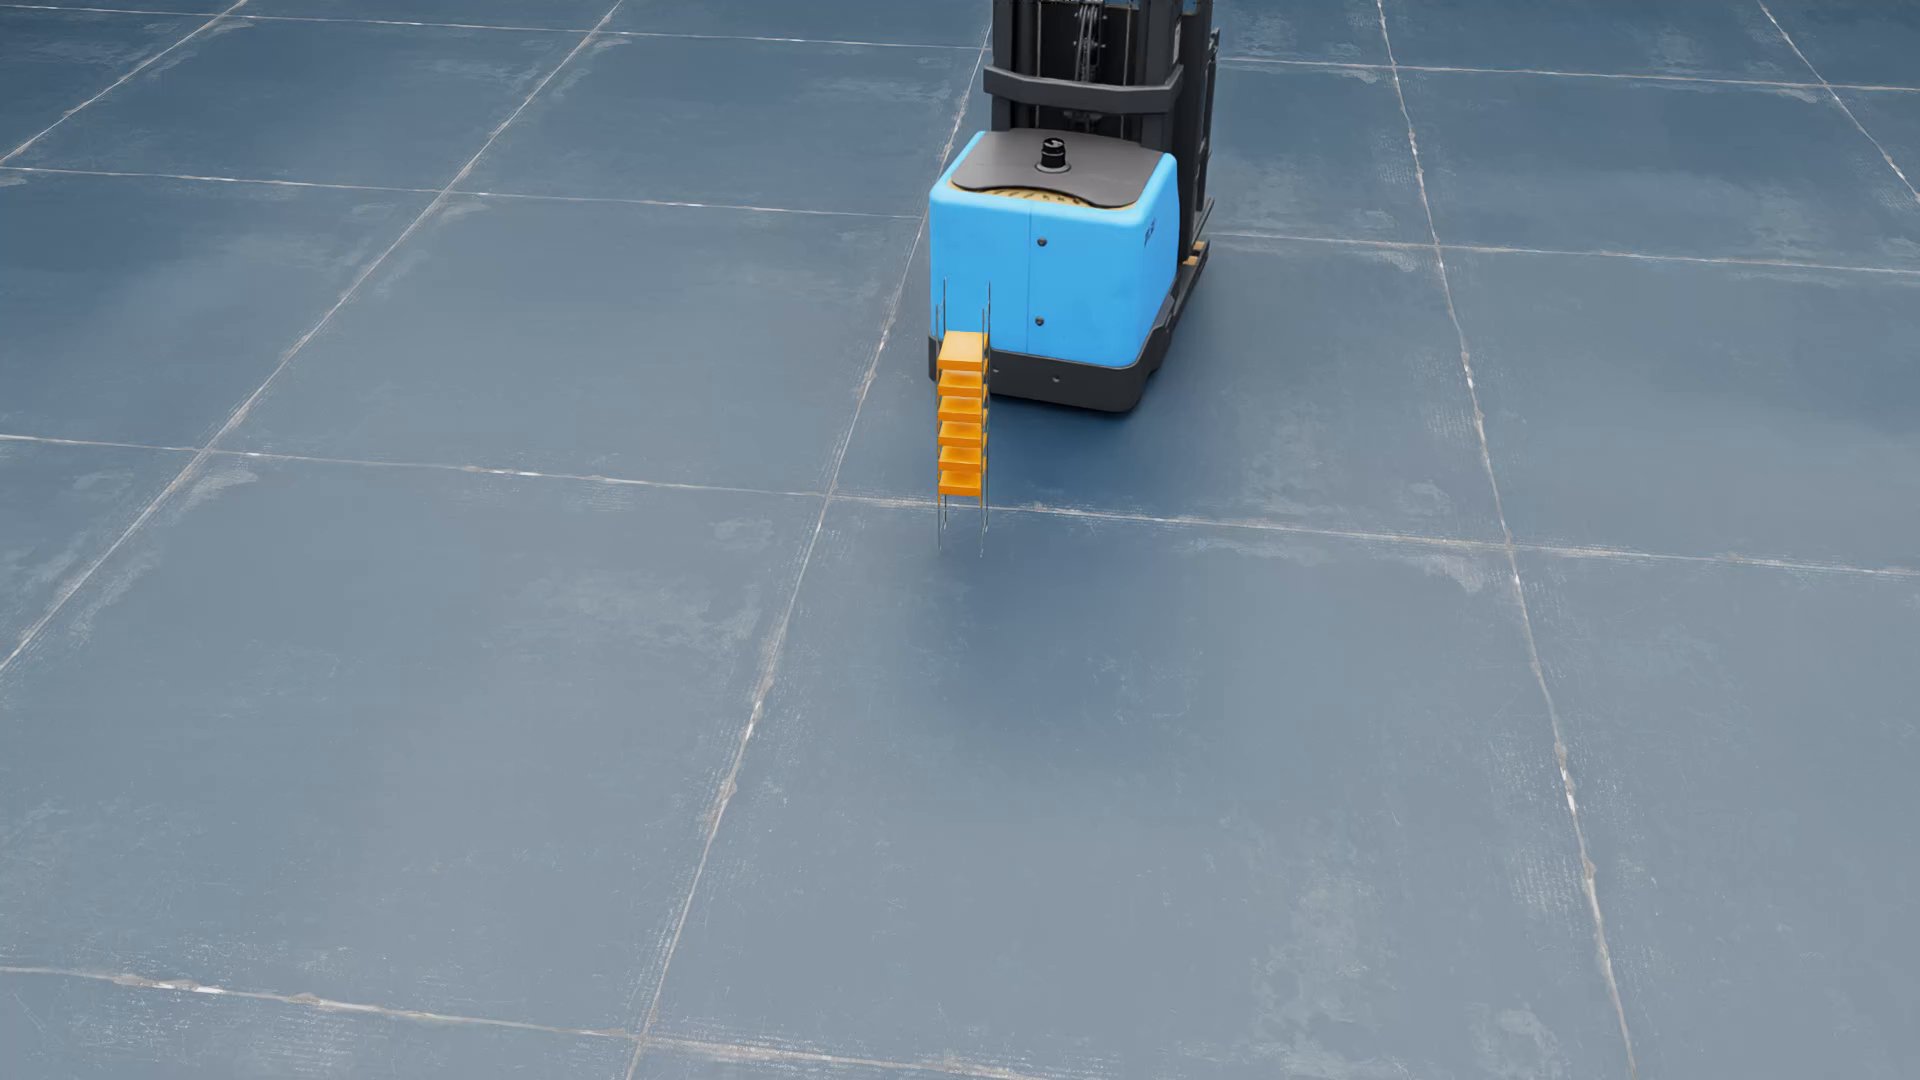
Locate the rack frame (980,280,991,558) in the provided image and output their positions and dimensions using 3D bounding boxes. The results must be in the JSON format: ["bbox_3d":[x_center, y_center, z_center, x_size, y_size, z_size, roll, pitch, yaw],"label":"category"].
[{"bbox_3d":[0.105,-0.481,6.890,0.006,1.200,0.240,4,36,6],"label":"rack frame"}]

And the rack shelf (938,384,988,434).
[{"bbox_3d":[0.014,-0.549,6.856,0.180,0.103,0.258,4,36,6],"label":"rack shelf"}]

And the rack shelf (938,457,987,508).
[{"bbox_3d":[0.014,-0.256,7.065,0.180,0.103,0.258,4,36,6],"label":"rack shelf"}]

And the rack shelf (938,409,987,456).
[{"bbox_3d":[0.014,-0.451,6.926,0.180,0.103,0.258,4,36,6],"label":"rack shelf"}]

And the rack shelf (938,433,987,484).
[{"bbox_3d":[0.014,-0.353,6.995,0.180,0.103,0.258,4,36,6],"label":"rack shelf"}]

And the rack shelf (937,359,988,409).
[{"bbox_3d":[0.014,-0.646,6.786,0.180,0.103,0.258,4,36,6],"label":"rack shelf"}]

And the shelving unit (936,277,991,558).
[{"bbox_3d":[0.014,-0.487,6.900,0.189,1.200,0.258,4,36,6],"label":"shelving unit"}]

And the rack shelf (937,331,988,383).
[{"bbox_3d":[0.014,-0.744,6.717,0.180,0.103,0.258,4,36,6],"label":"rack shelf"}]

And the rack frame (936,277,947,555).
[{"bbox_3d":[-0.076,-0.494,6.909,0.006,1.200,0.240,4,36,6],"label":"rack frame"}]

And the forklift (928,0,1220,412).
[{"bbox_3d":[0.772,-2.664,8.460,1.130,2.935,3.031,10,37,14],"label":"forklift"}]
